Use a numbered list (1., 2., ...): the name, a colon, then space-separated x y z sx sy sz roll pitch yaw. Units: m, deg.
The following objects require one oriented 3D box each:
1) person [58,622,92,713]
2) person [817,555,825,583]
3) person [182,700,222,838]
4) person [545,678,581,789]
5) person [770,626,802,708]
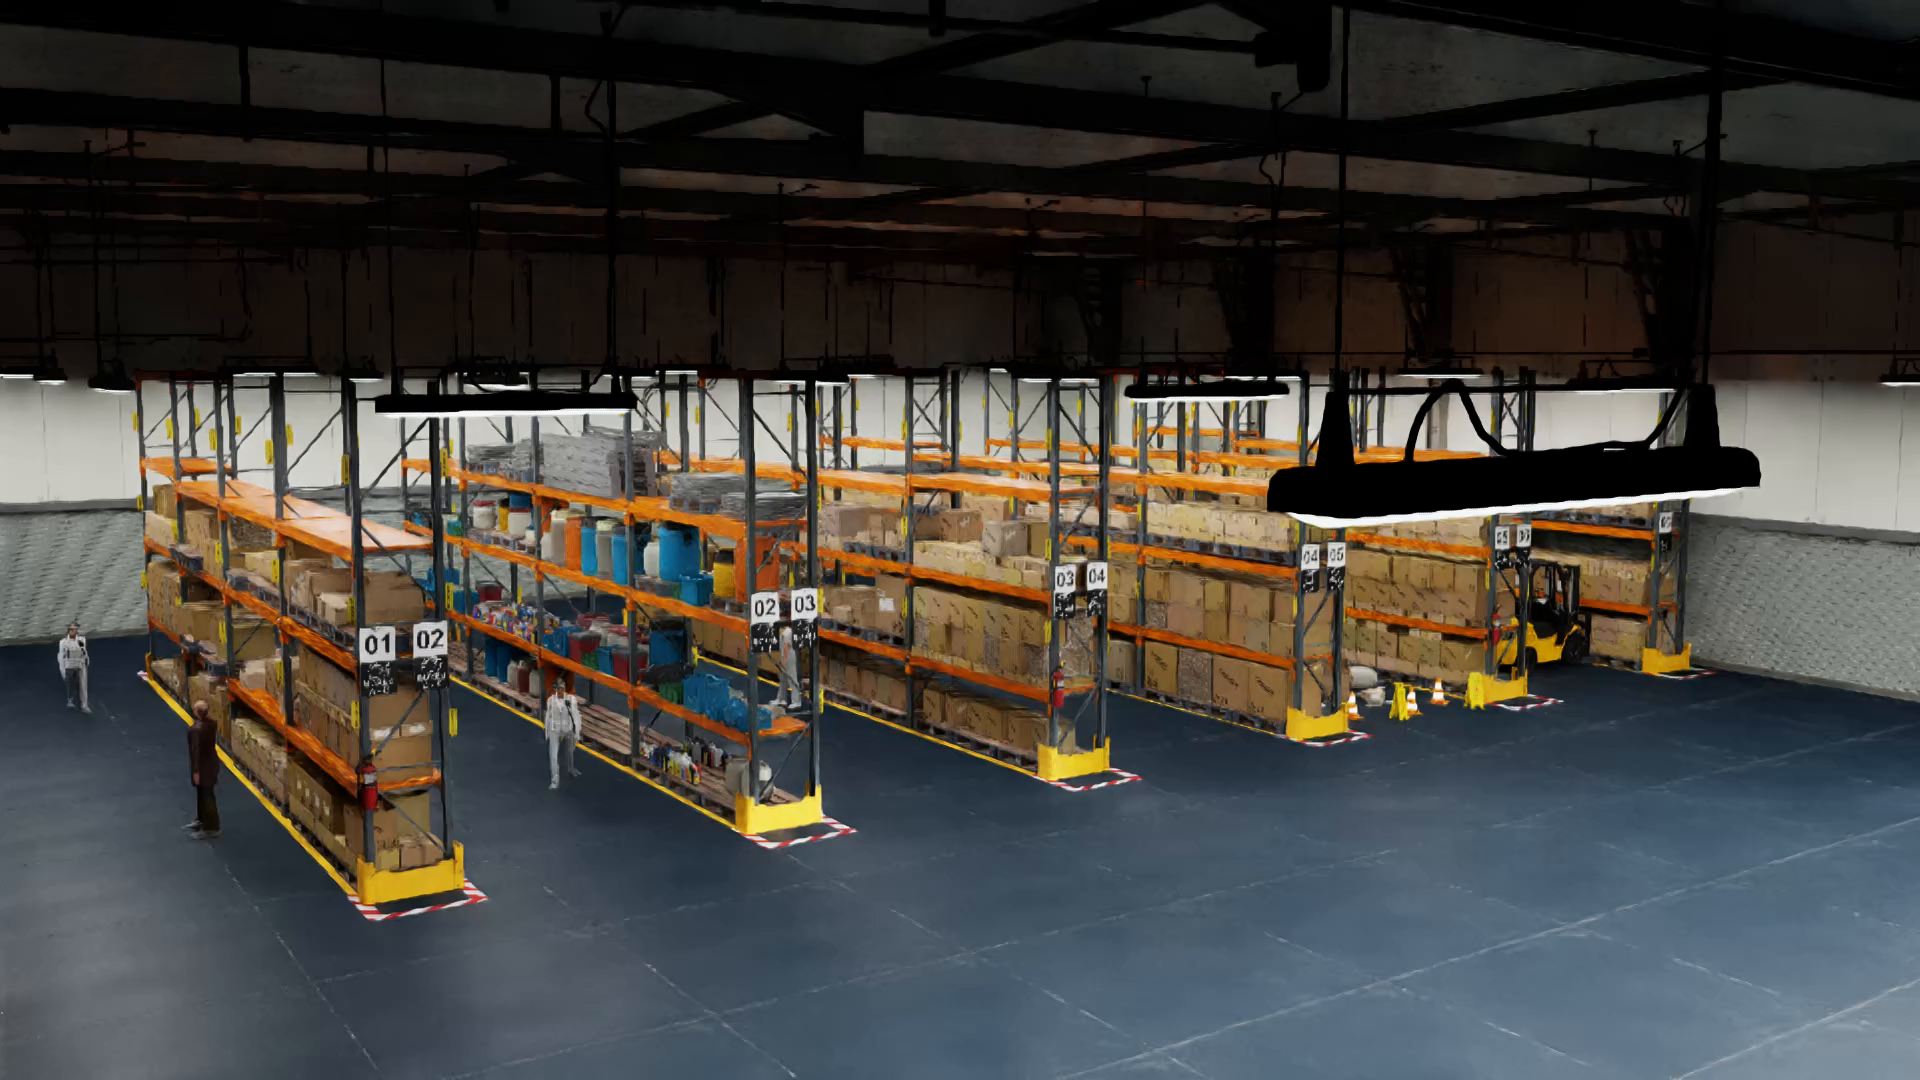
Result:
1. person: -15.604 2.221 29.288 0.495 1.589 1.086 -4 8 -32
2. person: -3.271 1.168 38.131 0.387 1.712 0.633 -3 7 -26
3. person: -9.962 2.978 21.775 0.549 1.781 0.631 0 6 -3
4. person: -5.821 2.779 24.370 0.521 1.611 0.915 -1 7 -13
5. person: -3.123 2.136 29.707 0.569 1.668 0.561 -1 7 -9
